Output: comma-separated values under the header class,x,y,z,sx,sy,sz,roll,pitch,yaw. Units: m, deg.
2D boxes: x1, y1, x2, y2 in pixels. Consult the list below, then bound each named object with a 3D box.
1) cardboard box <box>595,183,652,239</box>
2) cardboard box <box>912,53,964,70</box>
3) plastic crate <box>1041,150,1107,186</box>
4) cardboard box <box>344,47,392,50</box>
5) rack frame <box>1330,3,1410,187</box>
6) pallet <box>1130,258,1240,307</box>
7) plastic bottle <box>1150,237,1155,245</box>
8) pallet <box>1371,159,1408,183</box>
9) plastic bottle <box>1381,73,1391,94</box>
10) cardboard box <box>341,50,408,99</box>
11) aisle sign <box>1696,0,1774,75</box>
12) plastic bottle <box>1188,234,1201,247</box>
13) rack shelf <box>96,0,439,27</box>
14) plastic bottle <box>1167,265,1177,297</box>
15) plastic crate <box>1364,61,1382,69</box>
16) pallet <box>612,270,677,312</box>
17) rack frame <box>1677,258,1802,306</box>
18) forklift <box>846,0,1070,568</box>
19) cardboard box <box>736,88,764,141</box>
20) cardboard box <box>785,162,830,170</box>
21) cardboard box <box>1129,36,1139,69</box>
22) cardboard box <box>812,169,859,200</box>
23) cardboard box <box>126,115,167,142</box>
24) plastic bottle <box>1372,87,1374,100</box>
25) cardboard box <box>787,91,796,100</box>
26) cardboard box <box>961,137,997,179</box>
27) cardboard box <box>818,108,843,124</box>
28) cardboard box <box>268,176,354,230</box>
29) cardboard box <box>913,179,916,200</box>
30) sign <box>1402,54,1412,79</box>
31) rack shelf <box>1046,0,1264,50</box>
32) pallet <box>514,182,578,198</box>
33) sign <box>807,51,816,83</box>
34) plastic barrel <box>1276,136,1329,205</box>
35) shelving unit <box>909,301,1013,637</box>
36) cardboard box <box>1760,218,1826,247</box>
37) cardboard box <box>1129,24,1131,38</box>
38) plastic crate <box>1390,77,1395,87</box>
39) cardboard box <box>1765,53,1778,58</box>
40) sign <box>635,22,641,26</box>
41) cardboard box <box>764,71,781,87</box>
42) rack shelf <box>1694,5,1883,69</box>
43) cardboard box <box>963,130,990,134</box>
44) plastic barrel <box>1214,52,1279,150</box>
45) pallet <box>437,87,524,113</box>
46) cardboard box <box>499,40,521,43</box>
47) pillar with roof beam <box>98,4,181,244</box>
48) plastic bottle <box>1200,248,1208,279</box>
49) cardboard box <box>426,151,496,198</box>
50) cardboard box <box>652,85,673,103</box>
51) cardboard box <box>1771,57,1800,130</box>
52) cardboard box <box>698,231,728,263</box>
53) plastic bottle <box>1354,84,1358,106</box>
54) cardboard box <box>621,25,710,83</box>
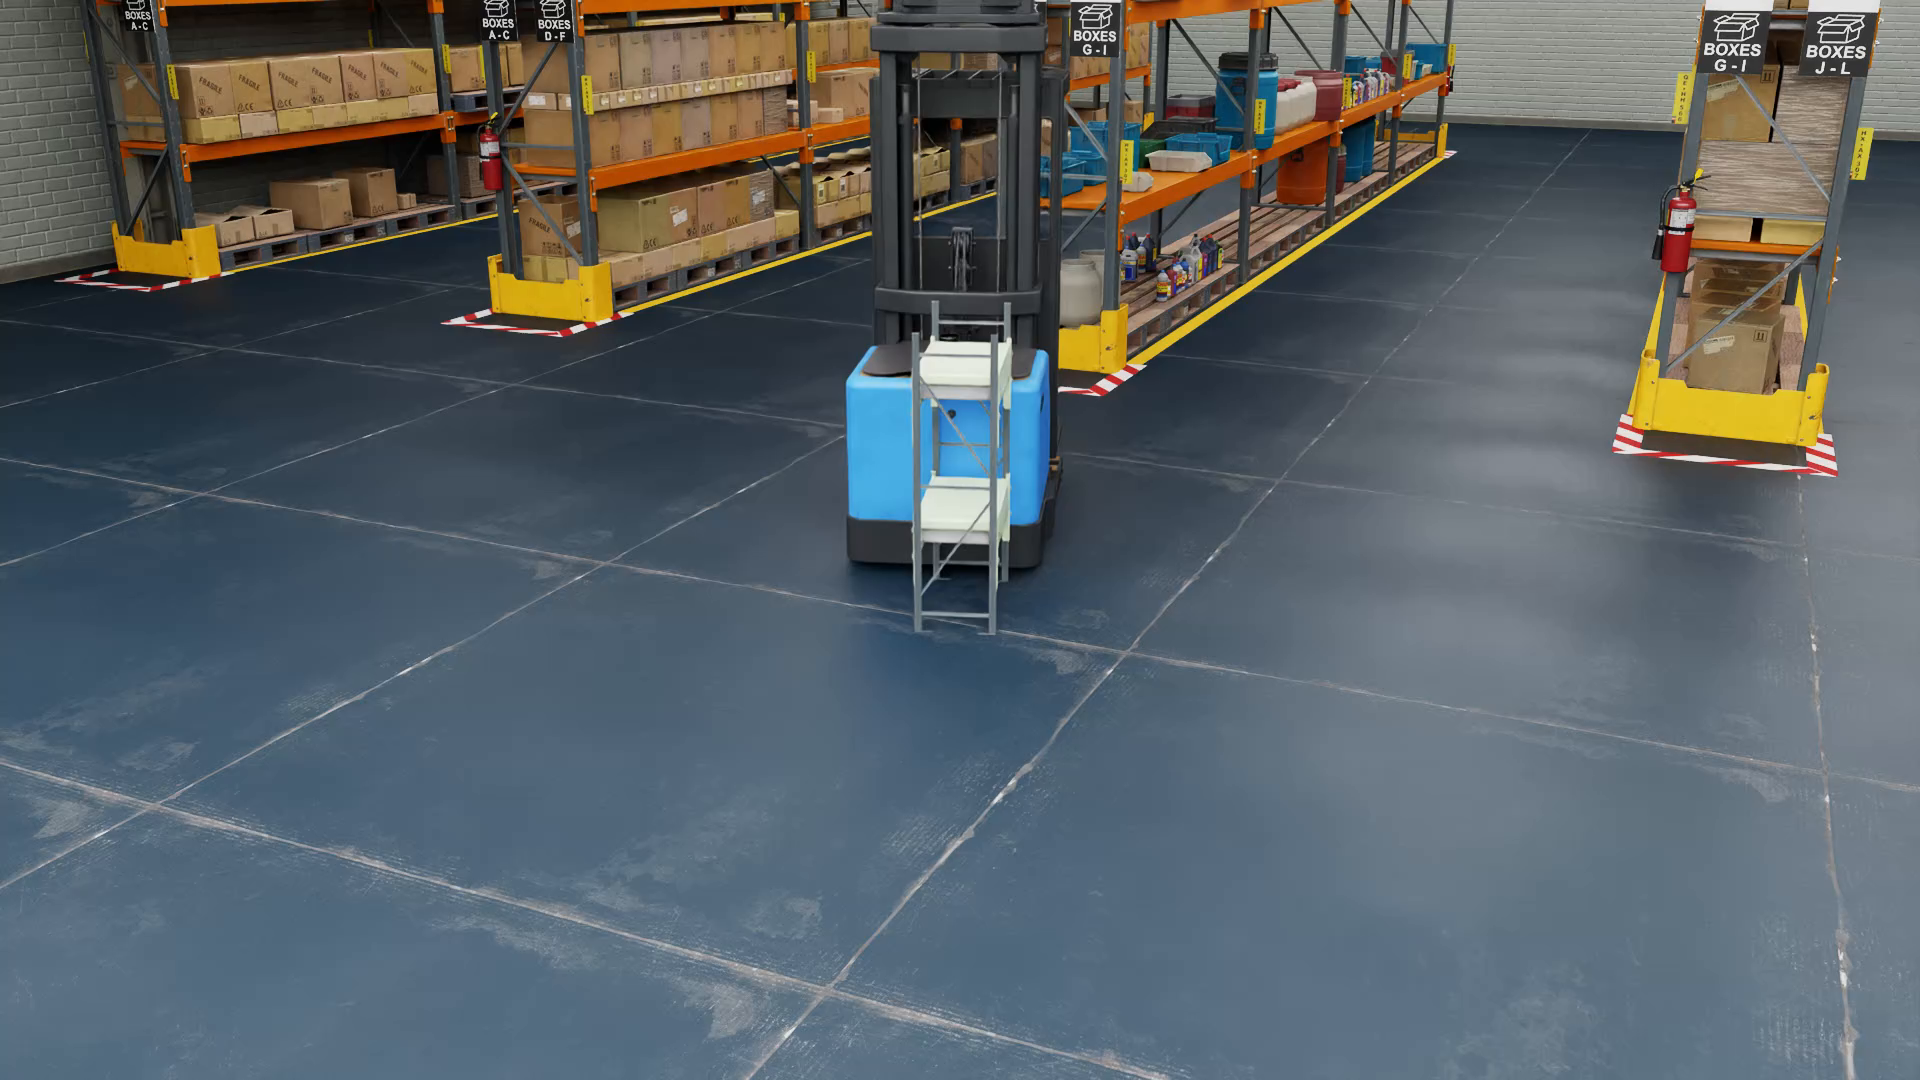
class,x,y,z,sx,sy,sz,roll,pitch,yaw
cardboard box,-3.404,-3.277,16.563,0.500,0.500,0.500,9,21,23
cardboard box,-0.317,-6.407,22.232,0.700,0.500,0.500,2,20,4
plastic crate,0.973,-3.149,14.070,0.499,0.251,0.408,9,21,23
cardboard box,-7.014,-5.587,19.777,0.500,0.500,0.500,8,21,21
rack frame,5.683,-6.496,23.258,1.000,3.000,0.127,9,21,23
pallet,2.094,-2.537,16.288,1.003,0.211,1.213,9,21,23
plastic bottle,1.867,-2.824,16.329,0.061,0.283,0.133,9,21,23
pallet,5.949,-5.412,24.373,1.003,0.211,1.213,9,21,23
plastic bottle,5.817,-6.273,22.816,0.152,0.276,0.135,9,21,23
cardboard box,-6.741,-5.362,19.143,0.500,0.500,0.500,8,21,22
aisle sign,4.989,-3.395,10.659,0.394,0.787,0.004,9,21,23
plastic bottle,2.275,-2.793,16.143,0.144,0.351,0.185,9,21,23
rack shelf,-7.450,-5.873,18.103,1.077,0.370,4.000,9,21,23
plastic bottle,1.906,-2.333,14.951,0.061,0.283,0.133,9,21,24
plastic crate,6.258,-7.144,25.240,0.416,0.233,0.300,9,21,23
pallet,-3.473,-2.434,15.998,1.003,0.211,1.213,9,21,23
rack frame,6.926,-3.371,14.471,1.000,3.000,0.127,9,21,23
forklift,0.064,-1.684,9.829,1.130,2.935,3.031,2,20,6
cardboard box,-2.496,-4.480,17.440,0.700,0.500,0.500,8,21,22
cardboard box,-1.792,-4.373,19.929,0.500,0.311,0.500,8,21,23
cardboard box,2.660,-8.113,27.657,0.500,0.500,0.500,9,21,23
cardboard box,-1.504,-4.142,19.280,0.500,0.311,0.500,8,21,22
cardboard box,-8.254,-4.295,17.264,0.500,0.250,0.500,9,21,23
plastic bottle,5.383,-5.891,21.855,0.097,0.201,0.097,0,20,0
cardboard box,-2.874,-7.621,28.556,0.380,0.149,0.250,8,21,21
cardboard box,0.184,-5.244,22.813,0.500,0.500,0.500,8,21,21
cardboard box,-1.561,-4.856,19.021,0.380,0.149,0.250,9,21,23
cardboard box,-7.324,-3.807,18.772,0.700,0.500,0.500,7,21,19
cardboard box,-0.881,-4.351,20.703,0.500,0.250,0.500,9,22,24
sign,6.185,-6.550,22.998,0.100,0.325,0.005,9,21,23
rack shelf,1.588,-4.513,14.281,1.077,0.370,4.000,9,21,23
pallet,-5.815,-4.709,22.394,1.003,0.211,1.213,9,21,23
sign,-1.603,-5.101,17.925,0.100,0.325,0.005,9,21,23
plastic barrel,4.230,-4.601,20.540,0.600,0.830,0.708,9,21,23
shelving unit,0.016,-0.367,8.261,0.431,1.500,0.755,2,20,6
cardboard box,5.622,-2.084,11.228,0.380,0.149,0.250,9,21,23
cardboard box,2.458,-8.430,27.056,0.500,0.500,0.500,9,22,24
plastic crate,6.004,-6.523,23.637,0.396,0.136,0.243,9,21,23
cardboard box,5.694,-3.315,12.227,0.500,0.500,0.500,9,21,23
sign,-4.494,-7.069,23.260,0.100,0.325,0.005,9,21,23
cardboard box,-2.129,-4.896,17.642,0.380,0.149,0.250,8,21,22
rack shelf,6.107,-3.834,12.370,1.077,0.370,4.000,9,21,23
cardboard box,0.118,-5.621,23.872,0.500,0.500,0.500,8,21,21
plastic barrel,2.842,-4.363,16.513,0.600,0.901,0.708,9,21,23
pallet,-6.185,-5.533,20.837,1.003,0.211,1.213,9,21,23
cardboard box,-5.666,-6.358,22.065,0.700,0.500,0.500,9,21,23
pillar with roof beam,-4.844,-6.756,15.035,9.100,9.000,0.400,9,21,23
plastic bottle,2.299,-2.627,15.777,0.061,0.283,0.133,10,22,26
cardboard box,-6.345,-4.667,21.188,0.700,0.500,0.500,9,22,25
cardboard box,-2.970,-4.267,15.875,0.380,0.149,0.250,8,21,21
cardboard box,5.973,-3.089,11.593,0.500,0.500,0.500,9,21,23
cardboard box,-2.710,-3.003,16.912,0.500,0.250,0.500,9,21,23
plastic bottle,4.968,-5.615,20.972,0.097,0.271,0.097,0,20,0
cardboard box,-2.902,-4.793,16.384,0.700,0.500,0.500,9,21,23
